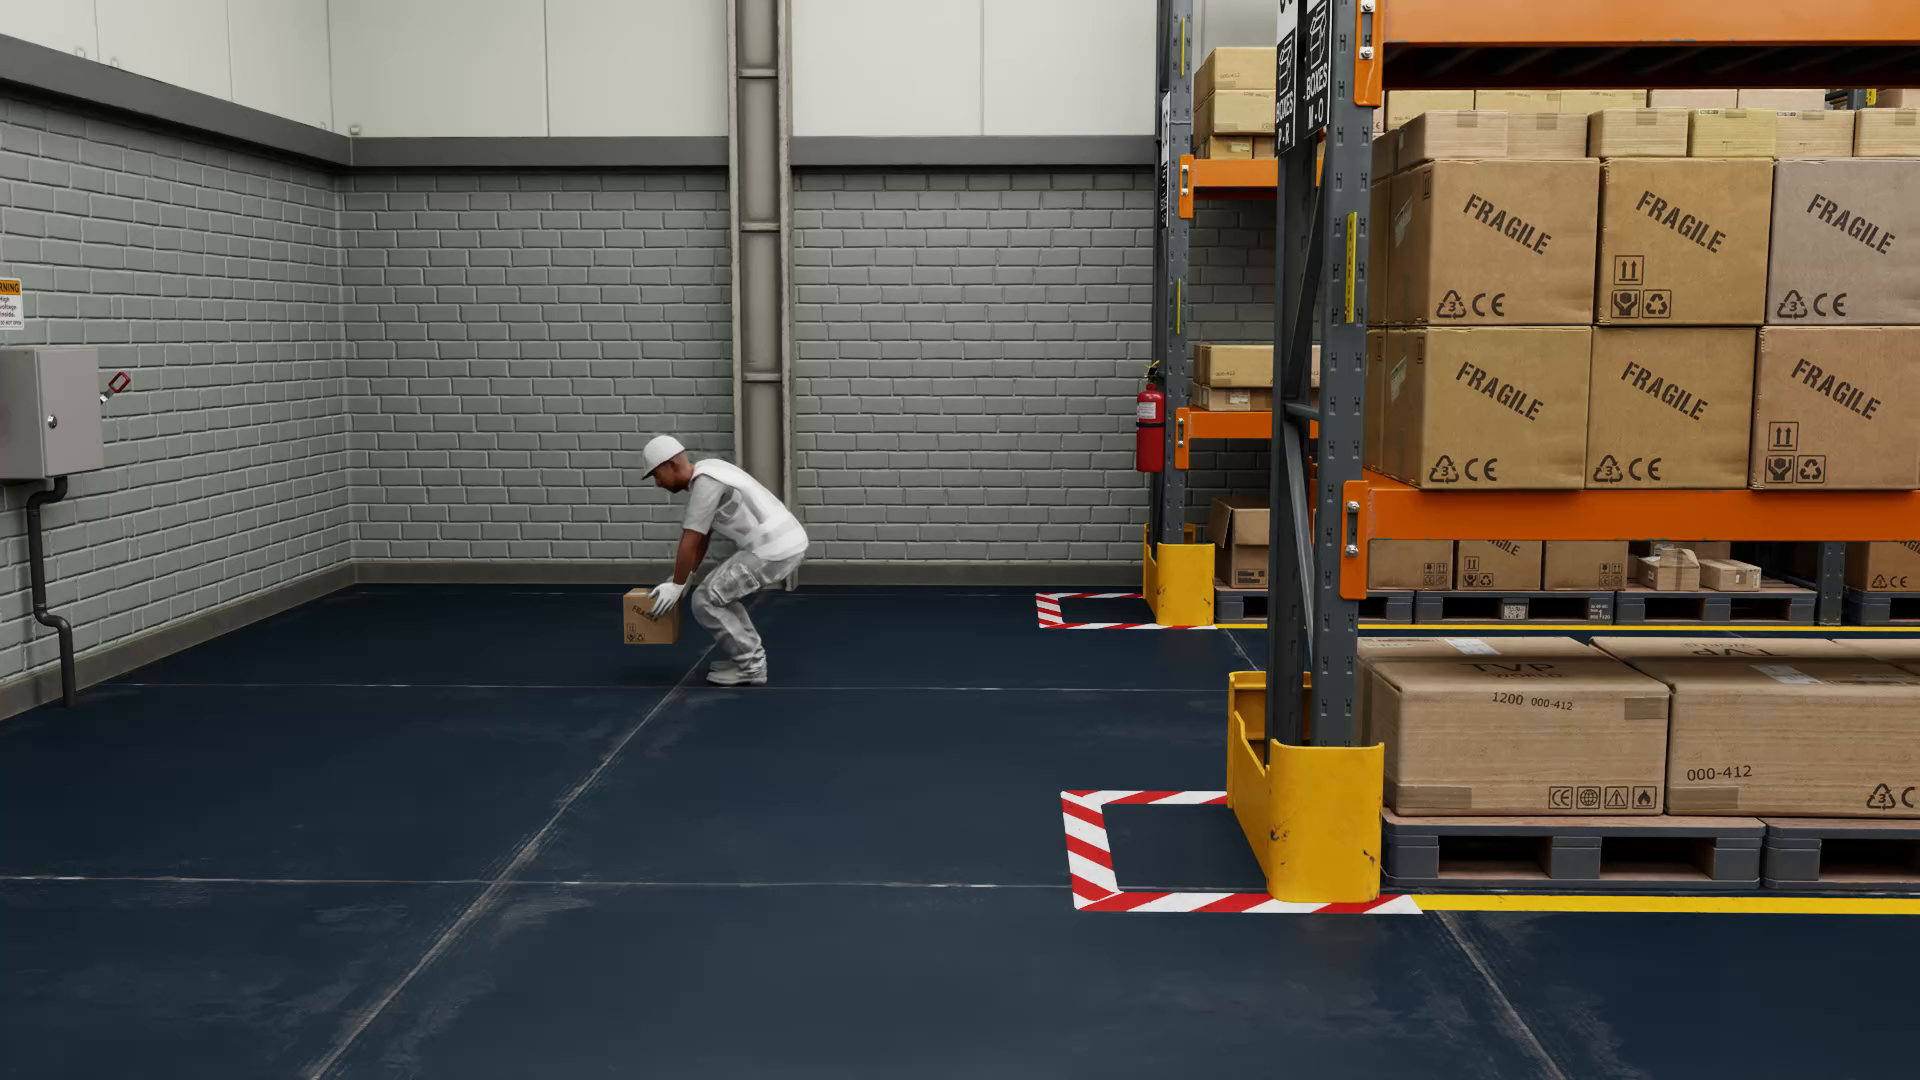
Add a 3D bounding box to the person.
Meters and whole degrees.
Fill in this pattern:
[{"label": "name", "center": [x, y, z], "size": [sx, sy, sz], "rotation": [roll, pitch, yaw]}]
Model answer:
[{"label": "person", "center": [-1.198, 0.098, 8.502], "size": [0.833, 1.264, 0.607], "rotation": [0, 7, 1]}]
